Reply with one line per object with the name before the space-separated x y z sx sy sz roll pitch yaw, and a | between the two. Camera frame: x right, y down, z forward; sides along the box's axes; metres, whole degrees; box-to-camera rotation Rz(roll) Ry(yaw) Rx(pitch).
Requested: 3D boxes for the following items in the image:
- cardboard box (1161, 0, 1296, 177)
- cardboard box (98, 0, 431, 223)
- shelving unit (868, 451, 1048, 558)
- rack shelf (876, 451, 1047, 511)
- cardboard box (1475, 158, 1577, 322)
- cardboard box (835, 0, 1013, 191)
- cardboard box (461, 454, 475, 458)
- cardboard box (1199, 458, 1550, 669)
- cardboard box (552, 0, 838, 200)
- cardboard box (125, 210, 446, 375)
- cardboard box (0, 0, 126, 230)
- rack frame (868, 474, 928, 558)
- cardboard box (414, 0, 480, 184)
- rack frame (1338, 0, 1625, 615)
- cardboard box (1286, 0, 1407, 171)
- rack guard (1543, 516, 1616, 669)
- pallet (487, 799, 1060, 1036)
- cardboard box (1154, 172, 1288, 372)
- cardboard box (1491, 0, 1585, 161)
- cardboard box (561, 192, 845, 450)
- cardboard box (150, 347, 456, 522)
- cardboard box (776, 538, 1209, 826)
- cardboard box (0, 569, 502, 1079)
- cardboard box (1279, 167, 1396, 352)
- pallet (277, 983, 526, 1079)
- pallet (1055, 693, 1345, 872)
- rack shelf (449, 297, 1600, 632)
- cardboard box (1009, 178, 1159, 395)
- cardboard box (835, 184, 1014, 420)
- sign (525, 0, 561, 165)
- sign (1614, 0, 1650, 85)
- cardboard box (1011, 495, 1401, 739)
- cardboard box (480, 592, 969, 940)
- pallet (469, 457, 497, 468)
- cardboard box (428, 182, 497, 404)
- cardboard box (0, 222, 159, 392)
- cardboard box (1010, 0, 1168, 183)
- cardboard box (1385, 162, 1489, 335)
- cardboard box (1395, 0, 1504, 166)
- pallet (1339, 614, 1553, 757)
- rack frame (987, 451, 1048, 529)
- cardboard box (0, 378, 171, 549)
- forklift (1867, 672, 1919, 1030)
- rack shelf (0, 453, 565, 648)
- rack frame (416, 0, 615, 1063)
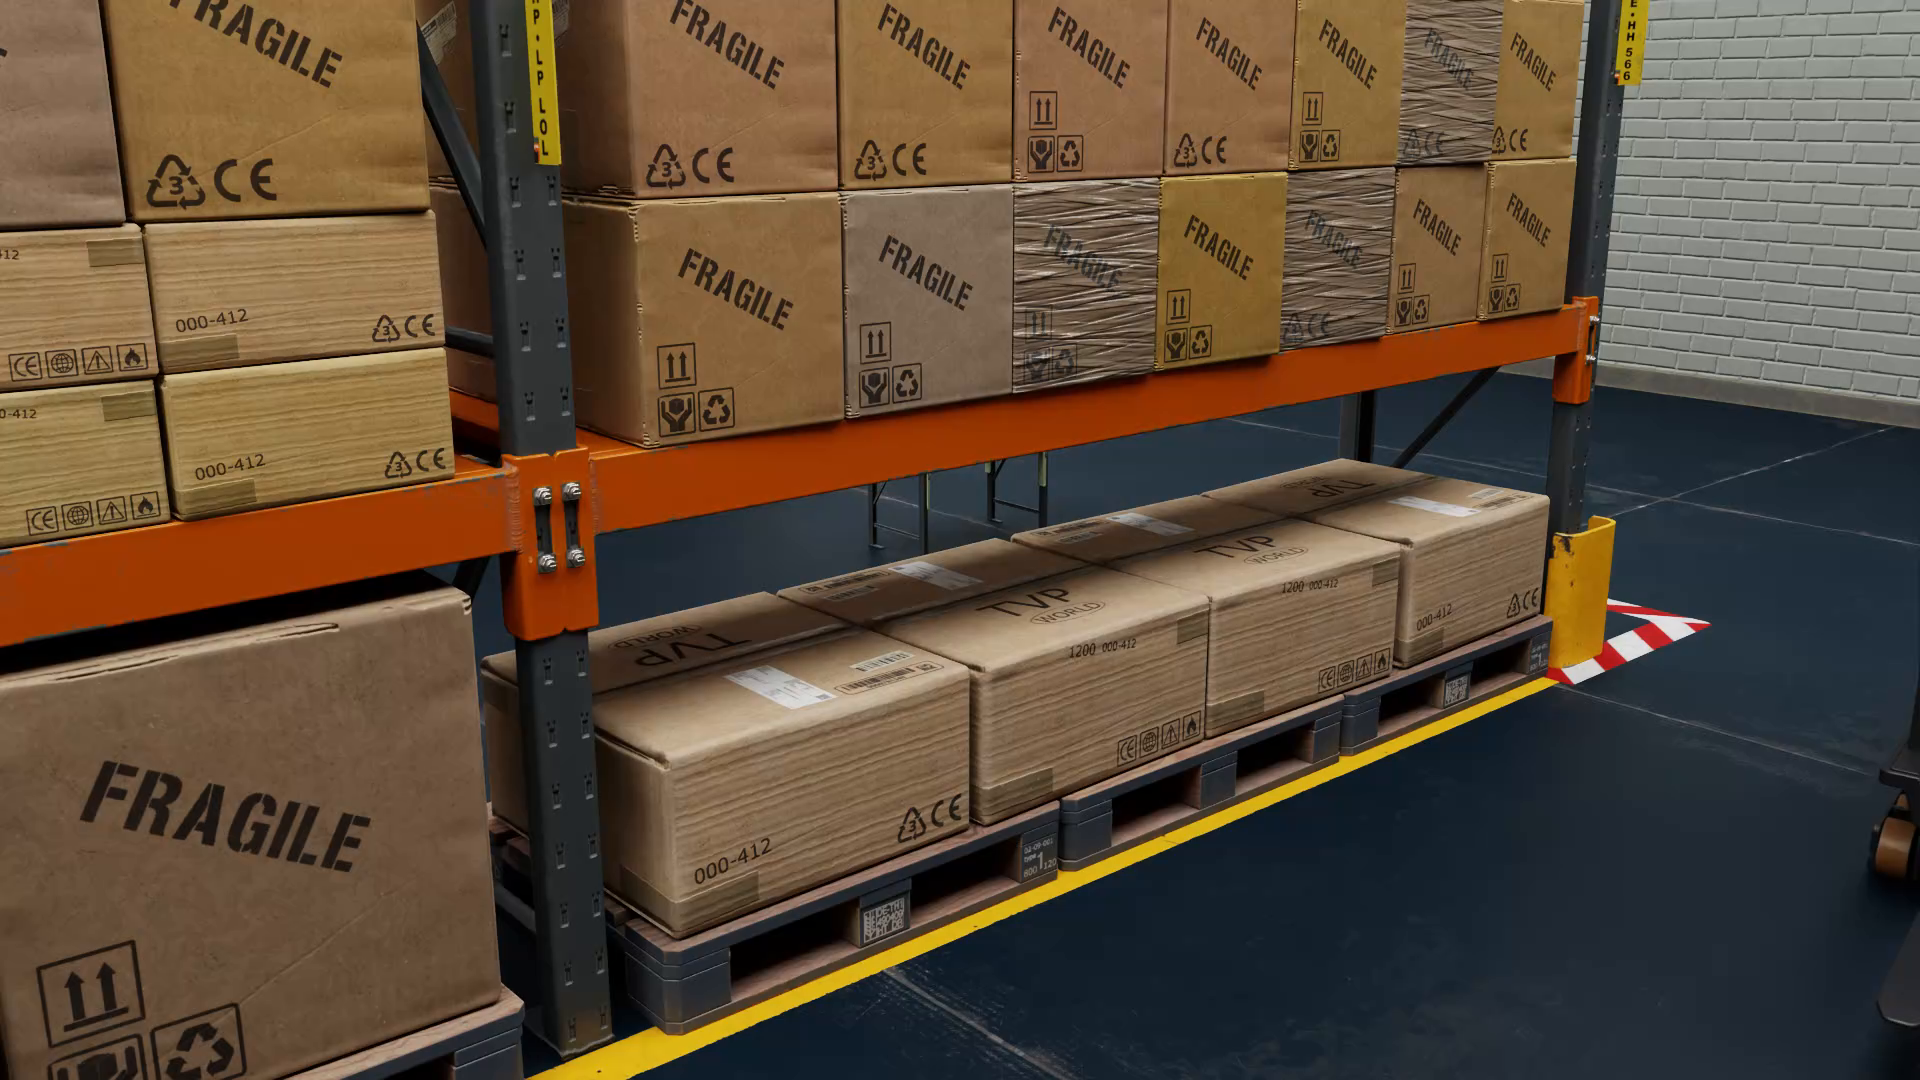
cardboard box | 0.549 -1.257 4.511 0.500 0.500 0.500 -13 20 -40
cardboard box | -1.303 -0.845 2.969 0.500 0.500 0.500 -12 19 -38
shelving unit | -0.005 -0.723 7.552 0.755 1.500 0.431 -13 19 -39
rack shelf | -0.005 -0.408 7.636 0.720 0.370 0.431 -13 19 -39
cardboard box | 1.697 -1.031 5.602 0.500 0.500 0.500 -13 19 -39
cardboard box | -0.227 -1.087 3.876 0.500 0.500 0.500 -13 20 -40
cardboard box | -2.630 -0.524 8.612 0.250 0.149 0.380 -12 19 -38
cardboard box | 1.455 0.051 5.899 0.875 0.438 0.875 -14 20 -41
cardboard box | -0.612 -1.003 3.561 0.500 0.500 0.500 -12 19 -39
cardboard box | -1.303 -0.485 3.075 0.500 0.250 0.500 -13 20 -39
cardboard box | -1.688 -0.756 2.635 0.500 0.500 0.500 -12 19 -38
rack frame | -0.281 -0.661 7.320 0.023 1.500 0.400 -13 19 -39
cardboard box | -0.956 -1.103 3.936 0.500 0.500 0.500 -13 20 -40
rack frame | 1.887 -1.116 6.114 0.127 3.000 1.000 -13 19 -39
cardboard box | 0.930 -1.342 4.829 0.500 0.500 0.500 -13 20 -40
rack guard | 1.905 0.088 6.452 0.348 0.500 1.175 -13 19 -39
pallet | -0.505 0.796 4.362 1.213 0.211 1.003 -13 19 -39
cardboard box | 0.546 -0.770 4.625 0.500 0.500 0.500 -12 19 -38
cardboard box | 1.680 -1.519 5.493 0.500 0.500 0.500 -12 19 -38
cardboard box | -0.604 -0.515 3.671 0.500 0.500 0.500 -12 19 -38
cardboard box | -1.303 -0.240 3.128 0.500 0.250 0.500 -13 20 -41
cardboard box | 0.089 0.360 4.742 0.875 0.438 0.875 -13 20 -41
cardboard box | -1.546 0.506 3.346 0.875 0.875 0.875 -12 19 -38
cardboard box | 0.927 -0.860 4.962 0.500 0.500 0.500 -12 19 -38
pallet | -1.663 1.055 3.393 1.213 0.211 1.003 -13 19 -39
pallet | 0.415 0.588 5.140 1.213 0.211 1.003 -13 19 -39
rack shelf | 0.378 -0.429 4.938 4.000 0.370 1.077 -13 19 -39
cardboard box | 0.157 -0.682 4.298 0.500 0.500 0.500 -12 19 -39
cardboard box | -0.222 -0.599 3.987 0.500 0.500 0.500 -12 19 -39
sign | -0.767 -0.855 3.049 0.005 0.325 0.100 -13 19 -39
sign | 2.233 -1.681 5.530 0.005 0.325 0.100 -13 19 -39
cardboard box | 0.770 0.207 5.312 0.875 0.438 0.875 -12 19 -38
cardboard box | -0.586 0.512 4.174 0.875 0.438 0.875 -13 20 -40
pallet | -3.052 -0.366 8.710 1.213 0.211 1.003 -13 19 -39
cardboard box | -0.948 -0.615 4.045 0.500 0.500 0.500 -12 19 -39
cardboard box | -1.676 -0.399 2.753 0.500 0.250 0.500 -12 19 -38
cardboard box | 0.167 -1.172 4.193 0.500 0.500 0.500 -12 19 -38
cardboard box | 1.309 -0.949 5.295 0.500 0.500 0.500 -13 20 -41
cardboard box | 1.305 -1.425 5.140 0.500 0.500 0.500 -13 19 -39
pallet | 1.335 0.382 5.910 1.213 0.211 1.003 -13 19 -39
rack frame | 0.271 -0.785 7.784 0.023 1.500 0.400 -13 19 -39
cardboard box | -1.688 -0.154 2.806 0.500 0.250 0.500 -13 20 -40
forklift | 3.040 -0.501 3.946 1.130 2.935 3.031 11 19 37
rack shelf | -2.639 0.248 2.402 4.000 0.370 1.077 -13 19 -39
rack frame | -1.130 -0.438 3.577 0.127 3.000 1.000 -13 19 -39
